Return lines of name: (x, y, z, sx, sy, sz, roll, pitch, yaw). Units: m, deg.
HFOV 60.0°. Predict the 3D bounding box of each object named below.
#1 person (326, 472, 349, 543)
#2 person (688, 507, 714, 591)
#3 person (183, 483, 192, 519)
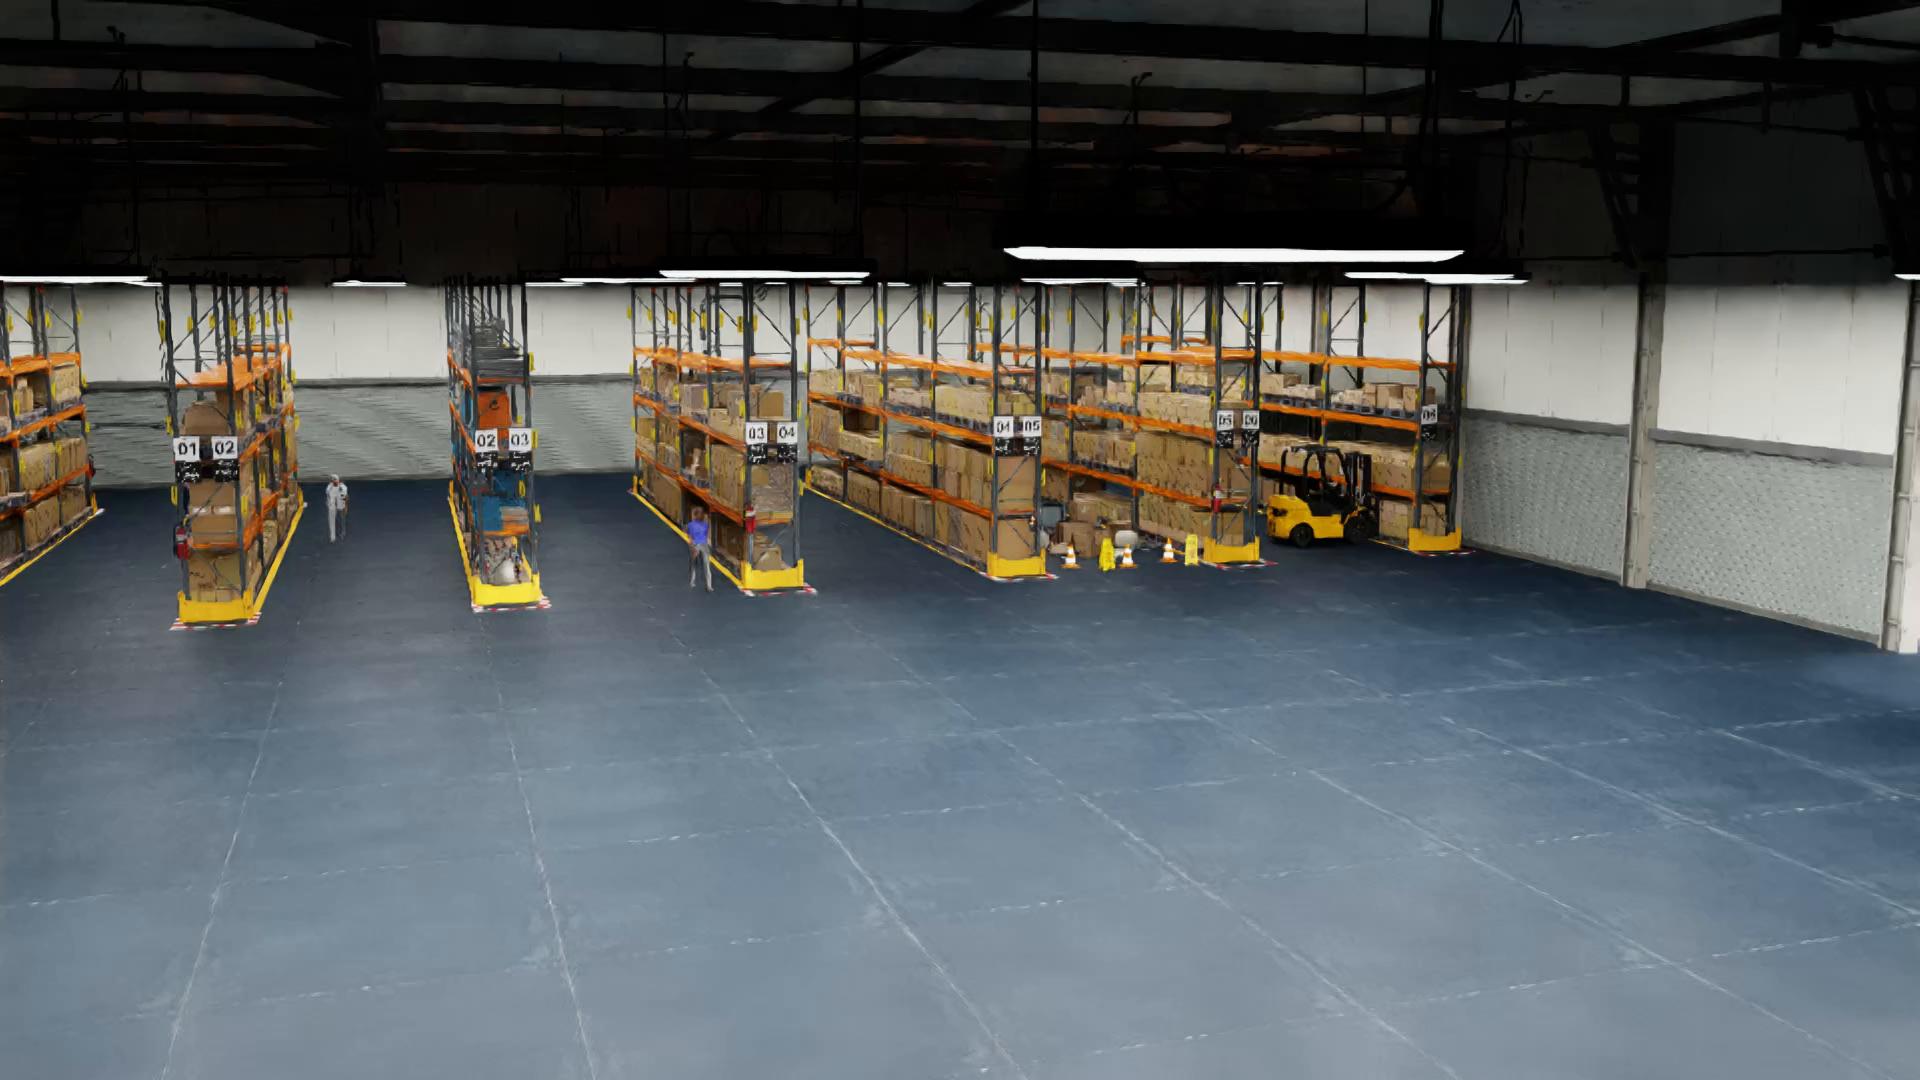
person: (-14.120, -0.753, 37.727, 0.481, 1.583, 1.074, -3, 9, -20)
person: (-4.964, 0.157, 31.616, 0.429, 1.595, 0.993, -4, 9, -23)
person: (-19.336, -1.343, 41.543, 0.351, 1.600, 0.522, -8, 11, -41)
